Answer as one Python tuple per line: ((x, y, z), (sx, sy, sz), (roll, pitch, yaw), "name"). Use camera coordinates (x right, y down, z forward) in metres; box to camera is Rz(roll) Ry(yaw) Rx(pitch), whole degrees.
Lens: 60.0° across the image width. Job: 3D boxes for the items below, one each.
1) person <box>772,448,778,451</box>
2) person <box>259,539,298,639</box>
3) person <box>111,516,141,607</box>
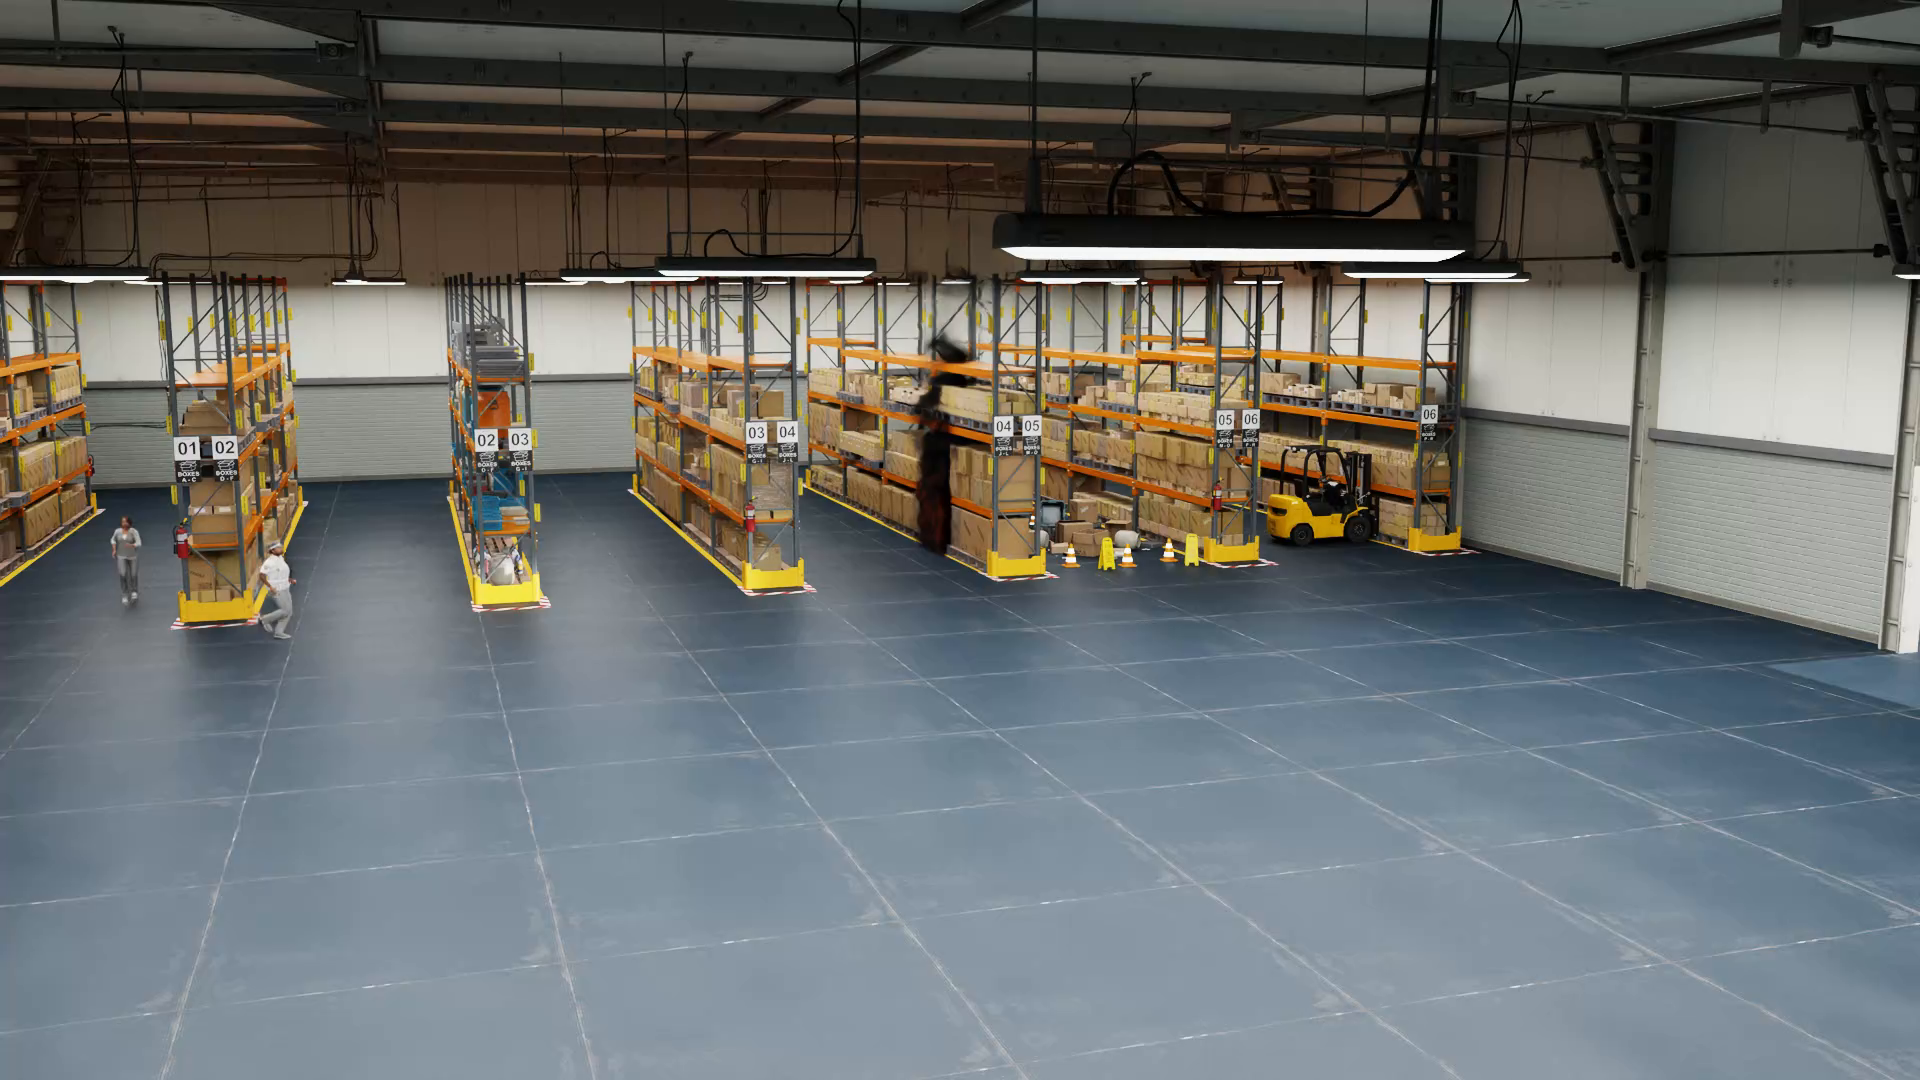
((-5.127, -2.085, 46.527), (0.698, 1.617, 0.934), (-2, 9, -14), "person")
((-11.188, 0.806, 27.320), (0.563, 1.657, 0.585), (1, 9, 8), "person")
((-15.188, 0.371, 30.330), (0.503, 1.644, 0.710), (-4, 9, -23), "person")
